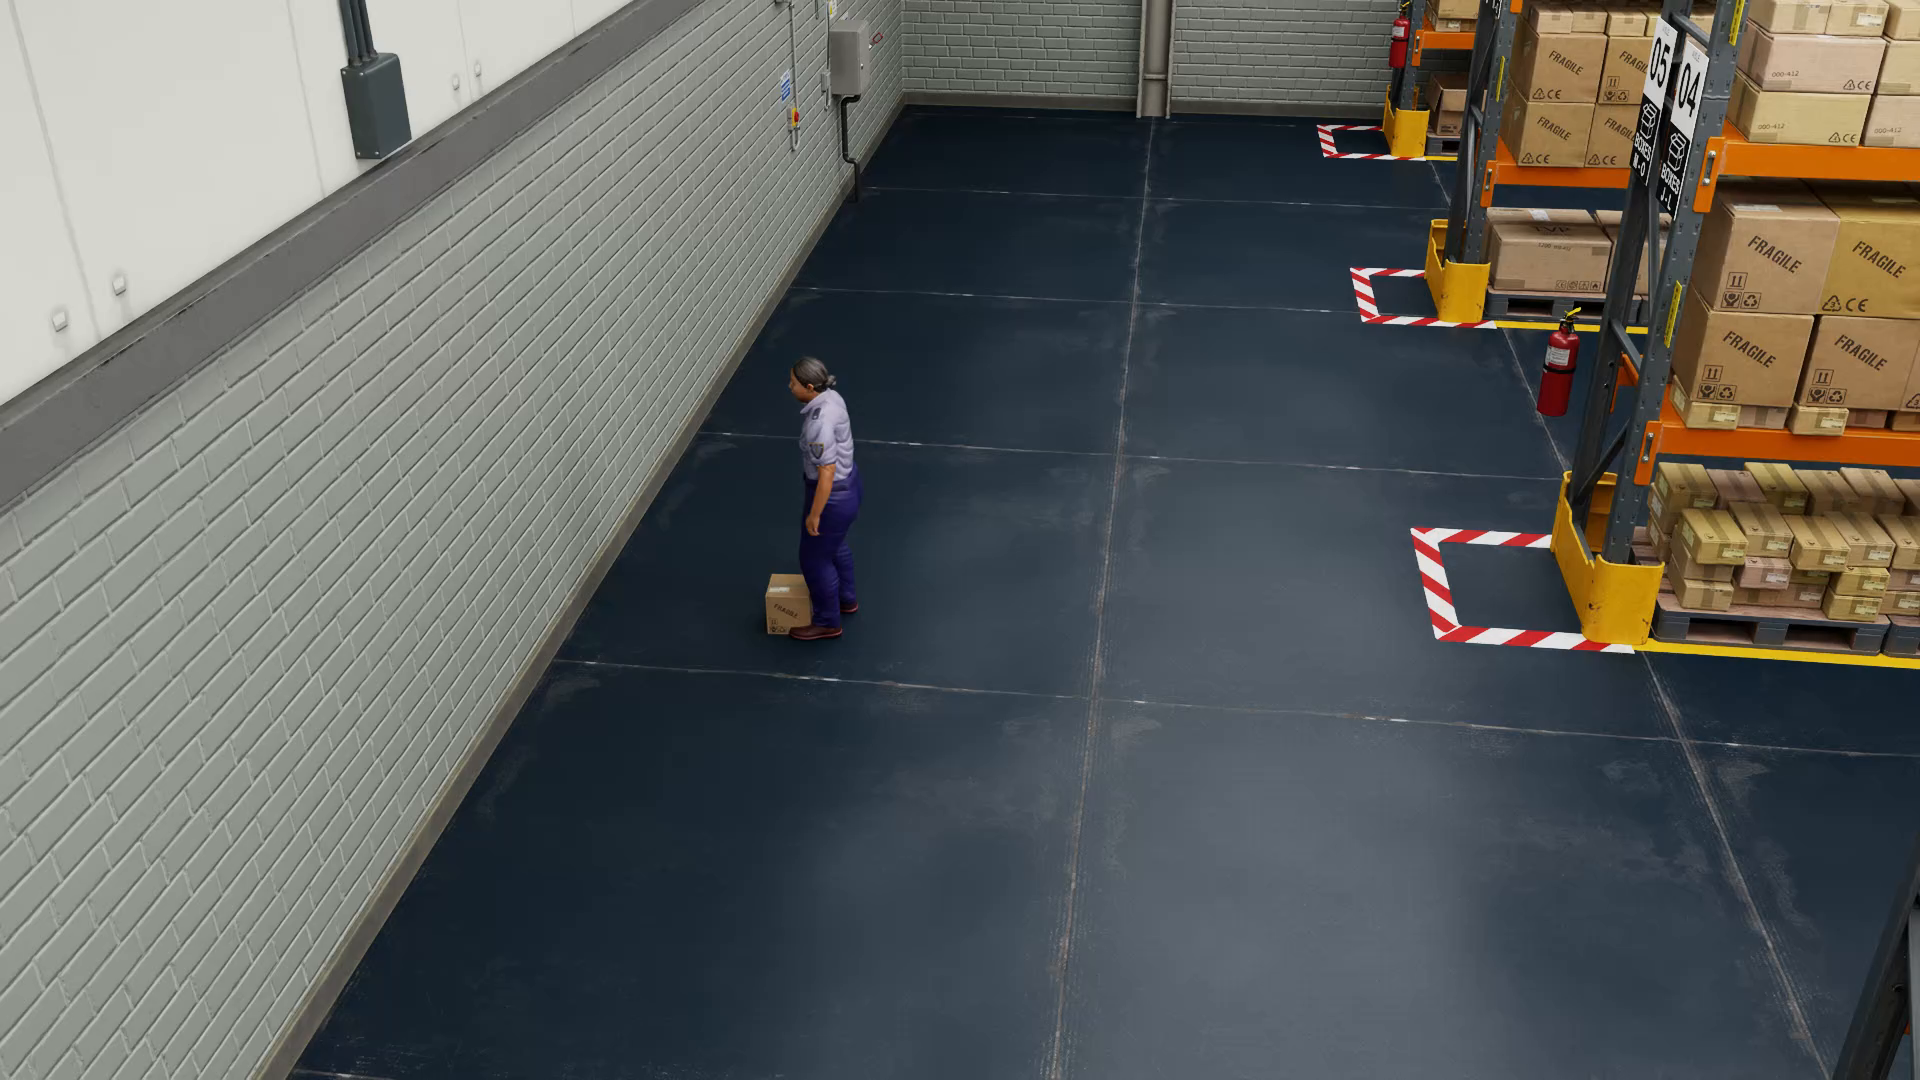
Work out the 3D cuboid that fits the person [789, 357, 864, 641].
[{"bbox_3d":[-0.746,-0.238,9.069,0.417,1.652,0.560,2,29,4],"label":"person"}]
